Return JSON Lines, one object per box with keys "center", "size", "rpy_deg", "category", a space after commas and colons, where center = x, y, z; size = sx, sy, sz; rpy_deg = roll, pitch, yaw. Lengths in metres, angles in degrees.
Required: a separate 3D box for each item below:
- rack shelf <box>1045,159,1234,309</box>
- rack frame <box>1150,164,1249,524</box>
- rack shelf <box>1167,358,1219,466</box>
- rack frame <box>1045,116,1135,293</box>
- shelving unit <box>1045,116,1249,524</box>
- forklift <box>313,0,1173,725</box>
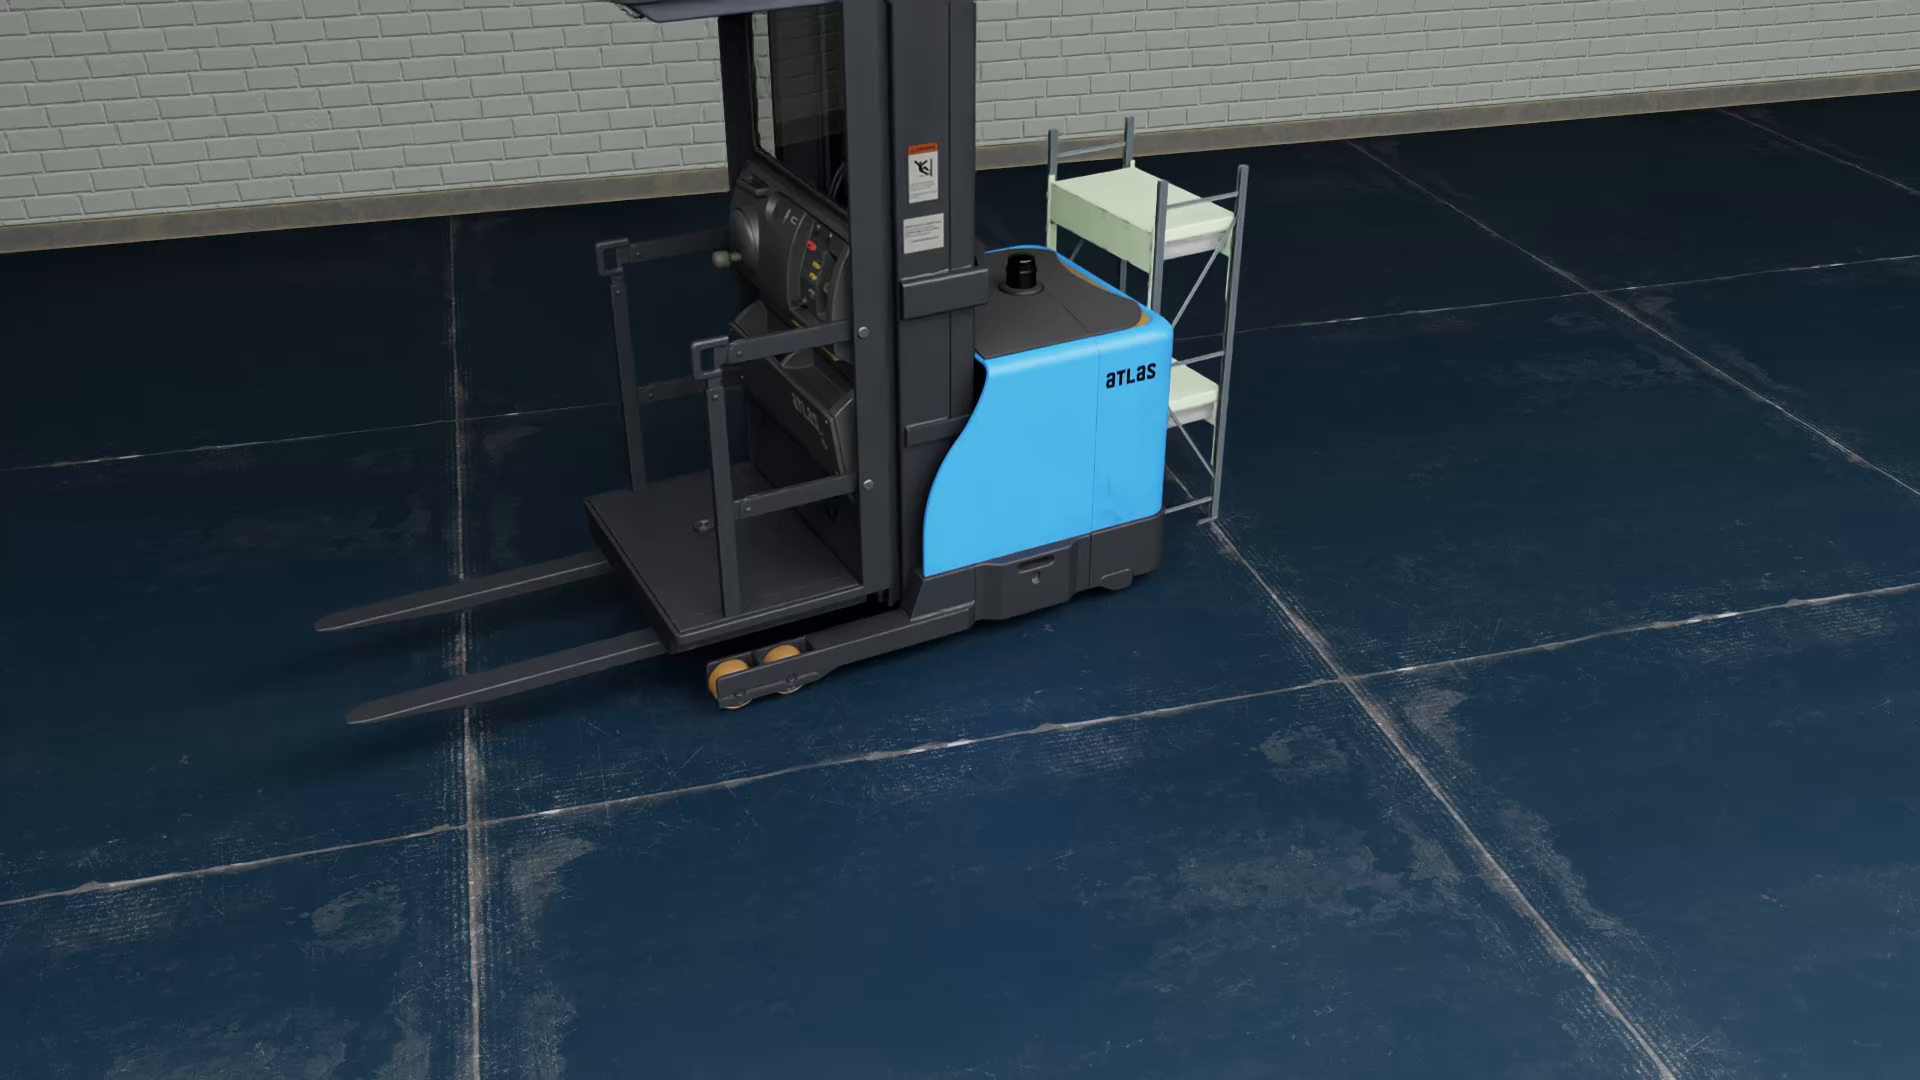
{"center": [0.708, -1.187, 6.525], "size": [0.431, 0.370, 0.720], "rpy_deg": [-16, 34, -26], "category": "rack shelf"}
{"center": [0.890, -0.690, 6.445], "size": [0.400, 1.500, 0.023], "rpy_deg": [-16, 34, -26], "category": "rack frame"}
{"center": [0.707, -0.567, 6.883], "size": [0.431, 0.370, 0.720], "rpy_deg": [-16, 34, -26], "category": "rack shelf"}
{"center": [0.525, -1.008, 6.995], "size": [0.400, 1.500, 0.023], "rpy_deg": [-16, 34, -26], "category": "rack frame"}
{"center": [0.707, -0.849, 6.720], "size": [0.431, 1.500, 0.755], "rpy_deg": [-16, 34, -26], "category": "shelving unit"}
{"center": [-0.763, -0.989, 5.532], "size": [3.031, 2.935, 1.130], "rpy_deg": [-15, 33, -24], "category": "forklift"}
